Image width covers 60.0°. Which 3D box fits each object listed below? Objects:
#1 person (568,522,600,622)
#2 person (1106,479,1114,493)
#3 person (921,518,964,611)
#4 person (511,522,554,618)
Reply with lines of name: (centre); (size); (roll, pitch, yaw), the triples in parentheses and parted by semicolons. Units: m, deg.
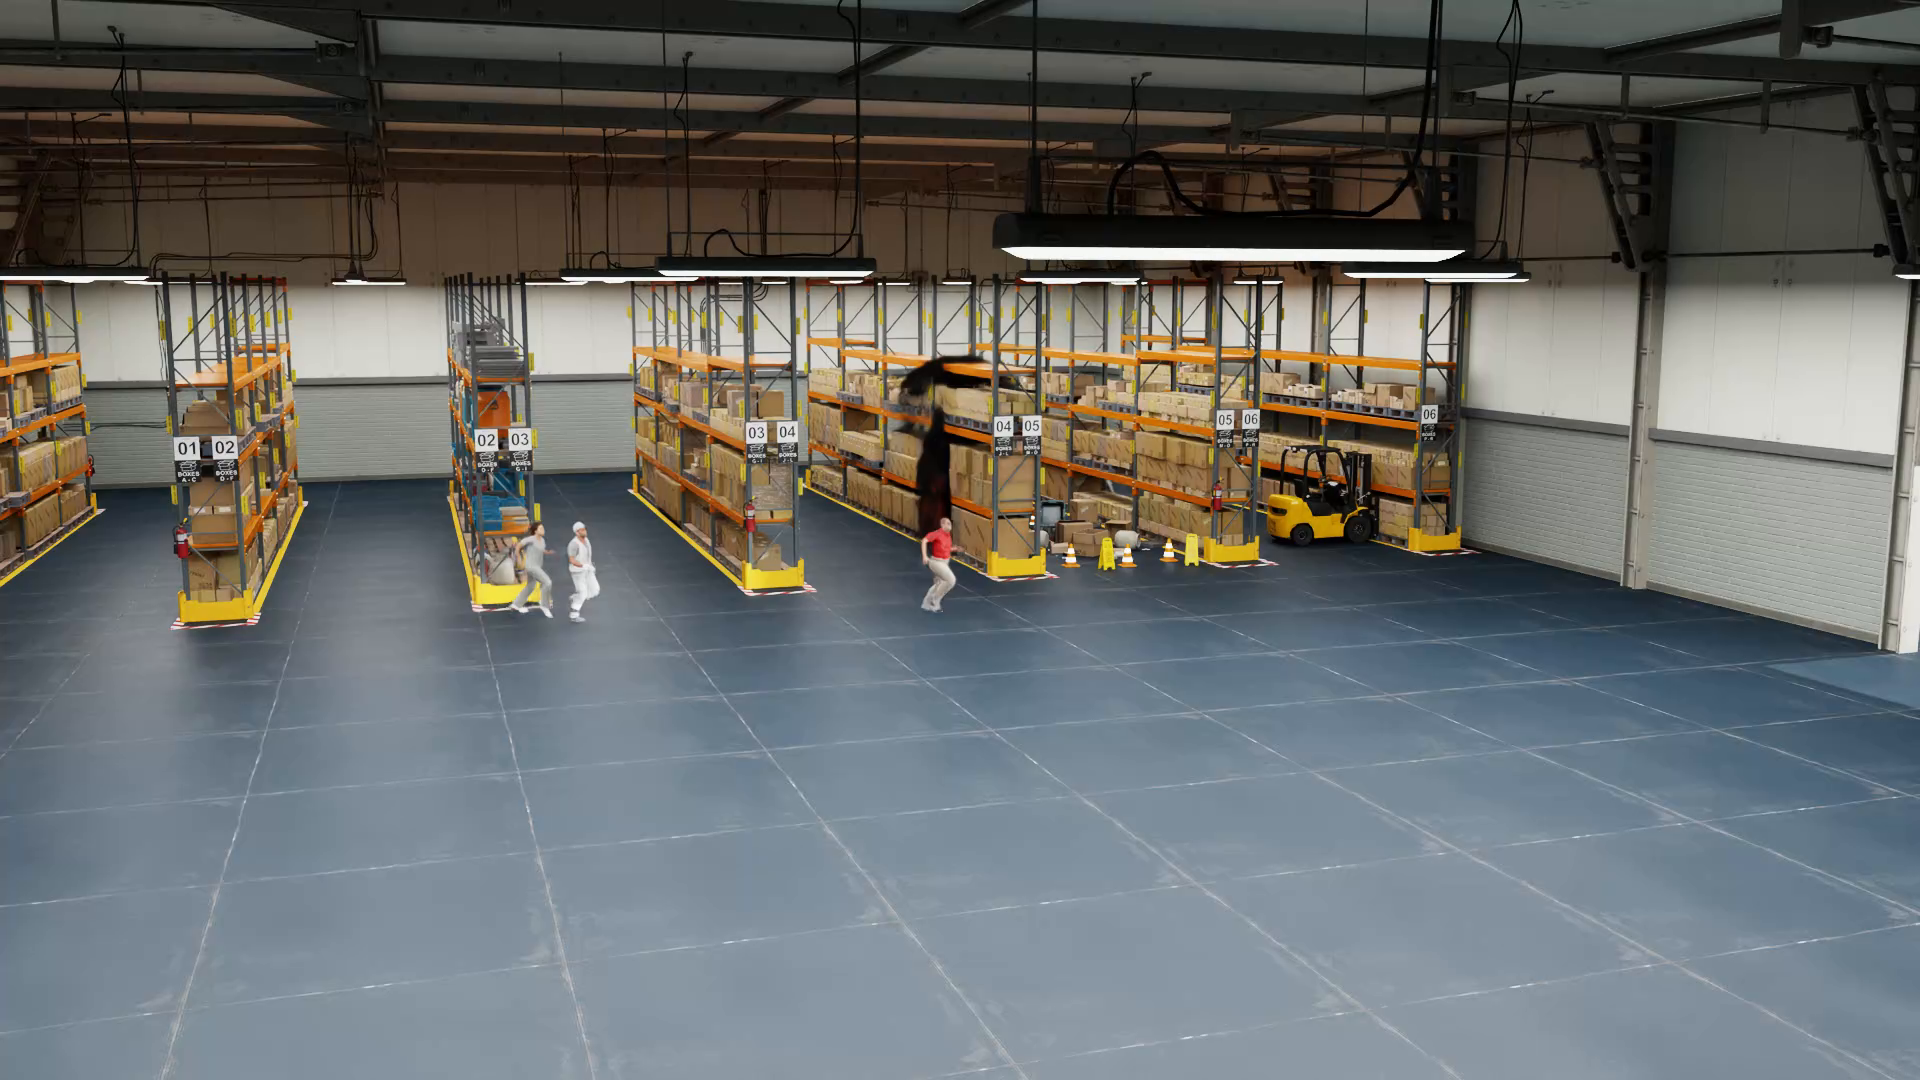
person: (-6.498, 0.546, 28.707); (0.656, 1.737, 0.699); (3, 9, 20)
person: (4.039, -1.990, 45.772); (0.630, 1.681, 0.965); (-3, 9, -20)
person: (-0.322, 0.441, 29.483); (0.784, 1.678, 0.701); (3, 9, 20)
person: (-7.498, 0.525, 29.137); (0.833, 1.693, 0.586); (2, 9, 12)
